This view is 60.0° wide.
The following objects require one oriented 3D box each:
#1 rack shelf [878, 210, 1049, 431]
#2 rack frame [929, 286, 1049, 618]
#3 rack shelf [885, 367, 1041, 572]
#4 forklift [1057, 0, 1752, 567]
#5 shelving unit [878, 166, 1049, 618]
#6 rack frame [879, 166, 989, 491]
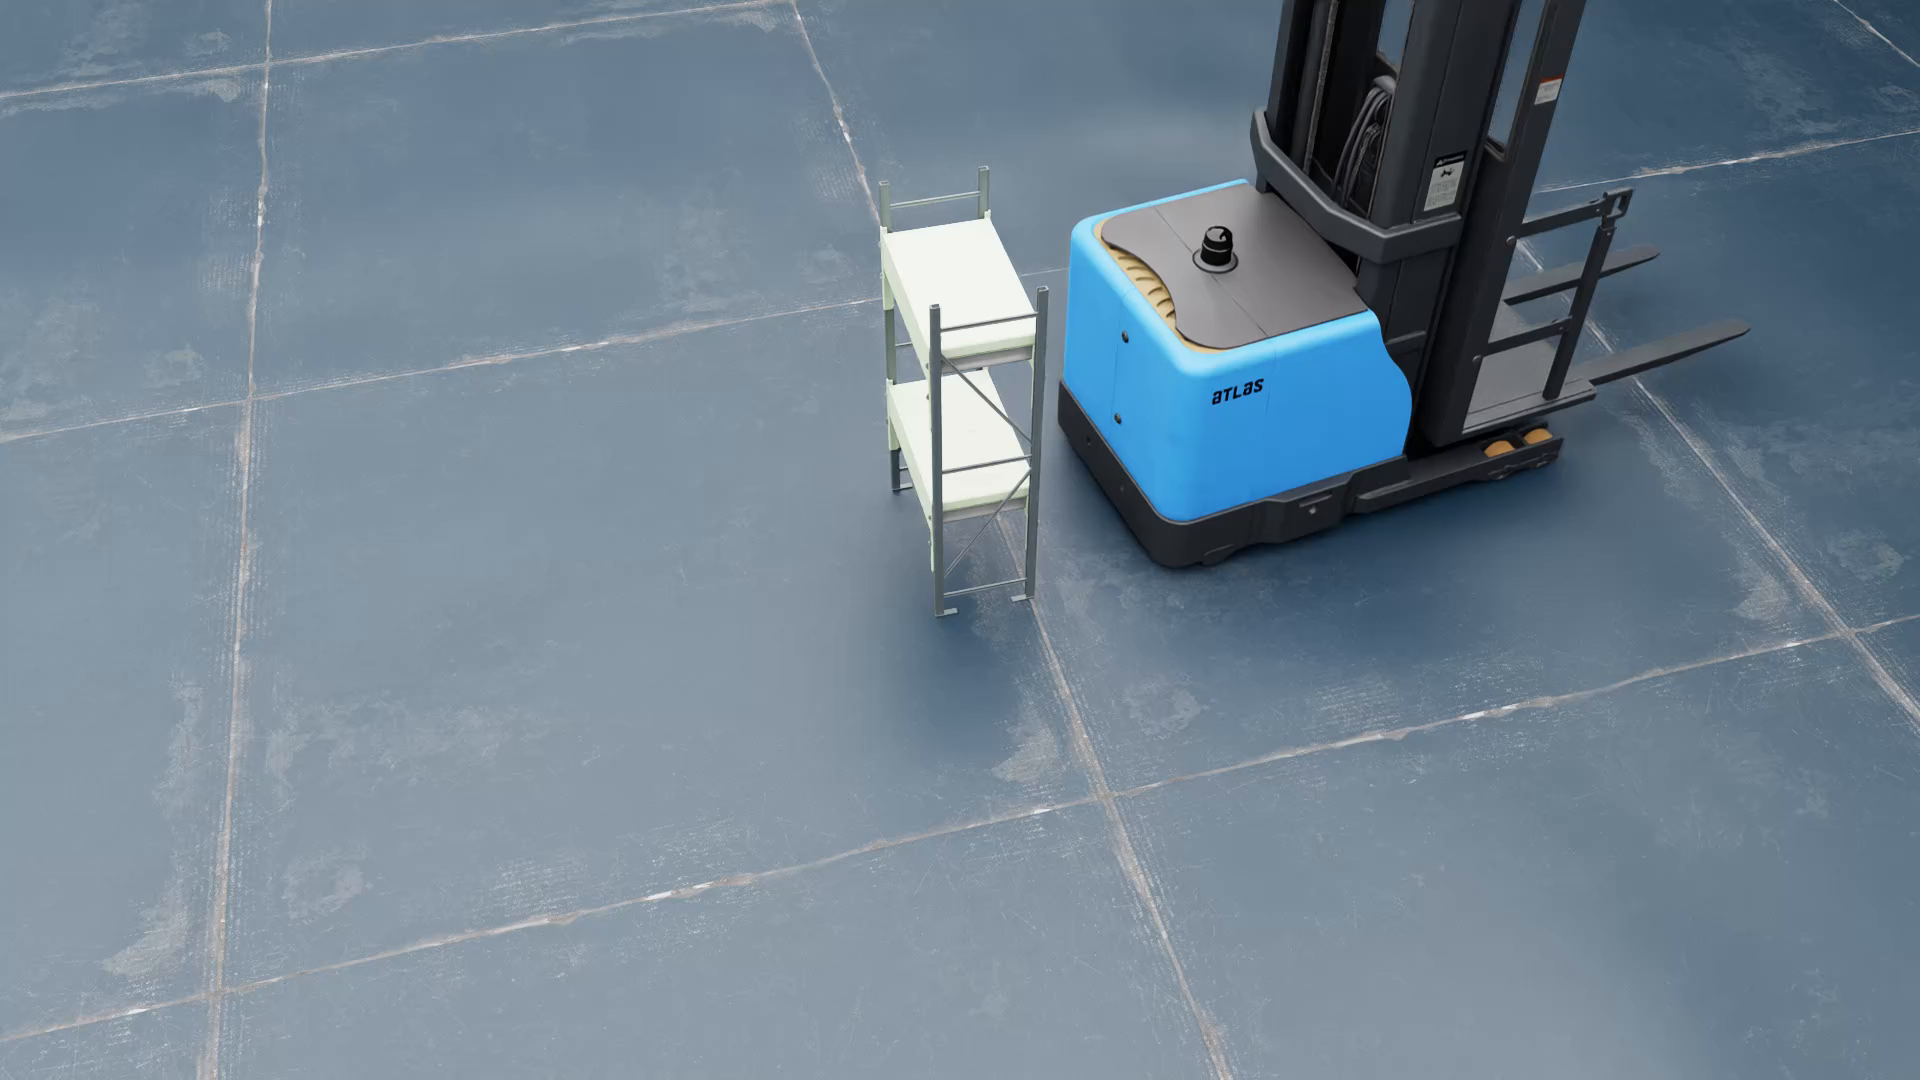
[{"bbox_3d":[0.002,-0.793,5.931,0.431,0.370,0.720,-11,47,-10],"label":"rack shelf"},{"bbox_3d":[0.095,-0.268,5.962,0.400,1.500,0.023,-11,47,-10],"label":"rack frame"},{"bbox_3d":[0.002,-0.292,6.443,0.431,0.370,0.720,-11,47,-10],"label":"rack shelf"},{"bbox_3d":[1.985,-1.611,6.277,3.031,2.935,1.130,-17,48,-16],"label":"forklift"},{"bbox_3d":[0.002,-0.520,6.210,0.431,1.500,0.755,-11,47,-10],"label":"shelving unit"},{"bbox_3d":[-0.092,-0.773,6.457,0.400,1.500,0.023,-11,47,-10],"label":"rack frame"}]
